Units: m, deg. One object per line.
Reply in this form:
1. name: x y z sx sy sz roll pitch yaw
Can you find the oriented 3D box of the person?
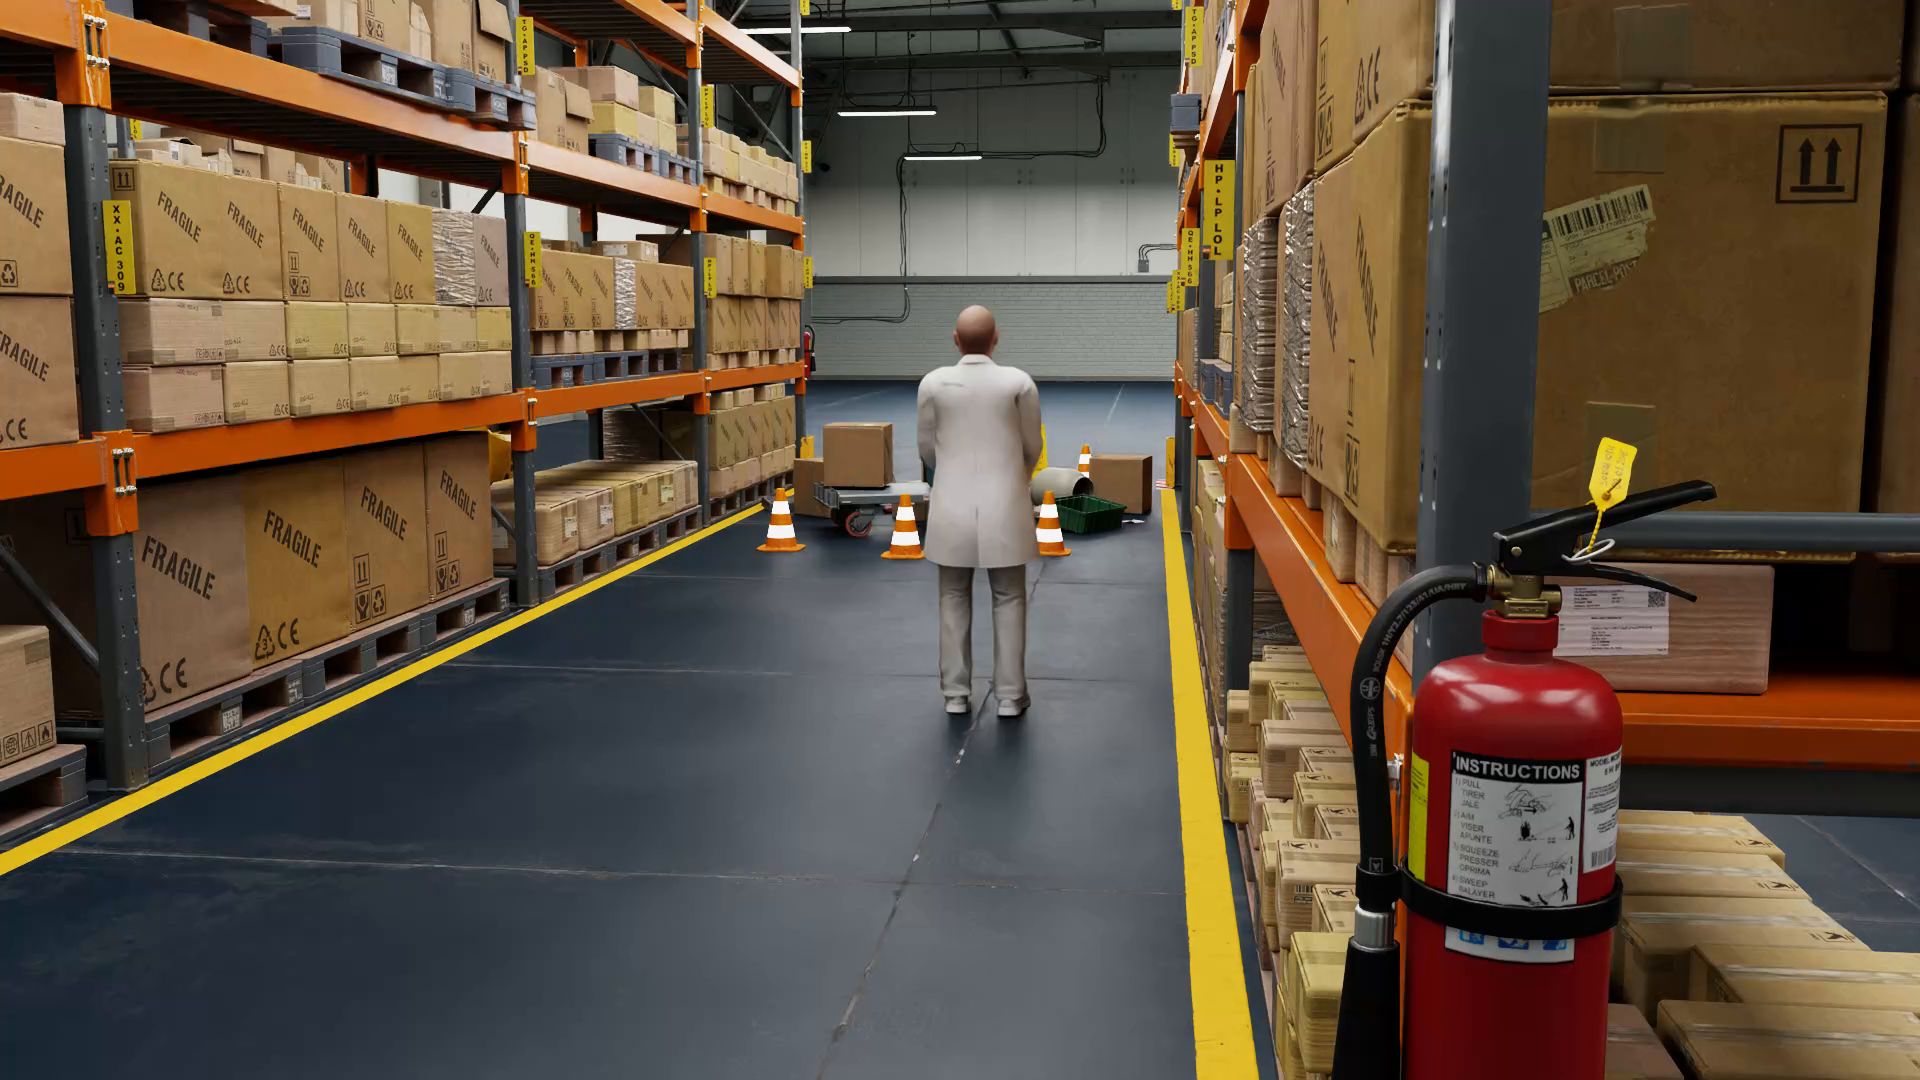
1. person: 0.099 -0.138 7.378 0.548 1.780 0.535 1 7 6
